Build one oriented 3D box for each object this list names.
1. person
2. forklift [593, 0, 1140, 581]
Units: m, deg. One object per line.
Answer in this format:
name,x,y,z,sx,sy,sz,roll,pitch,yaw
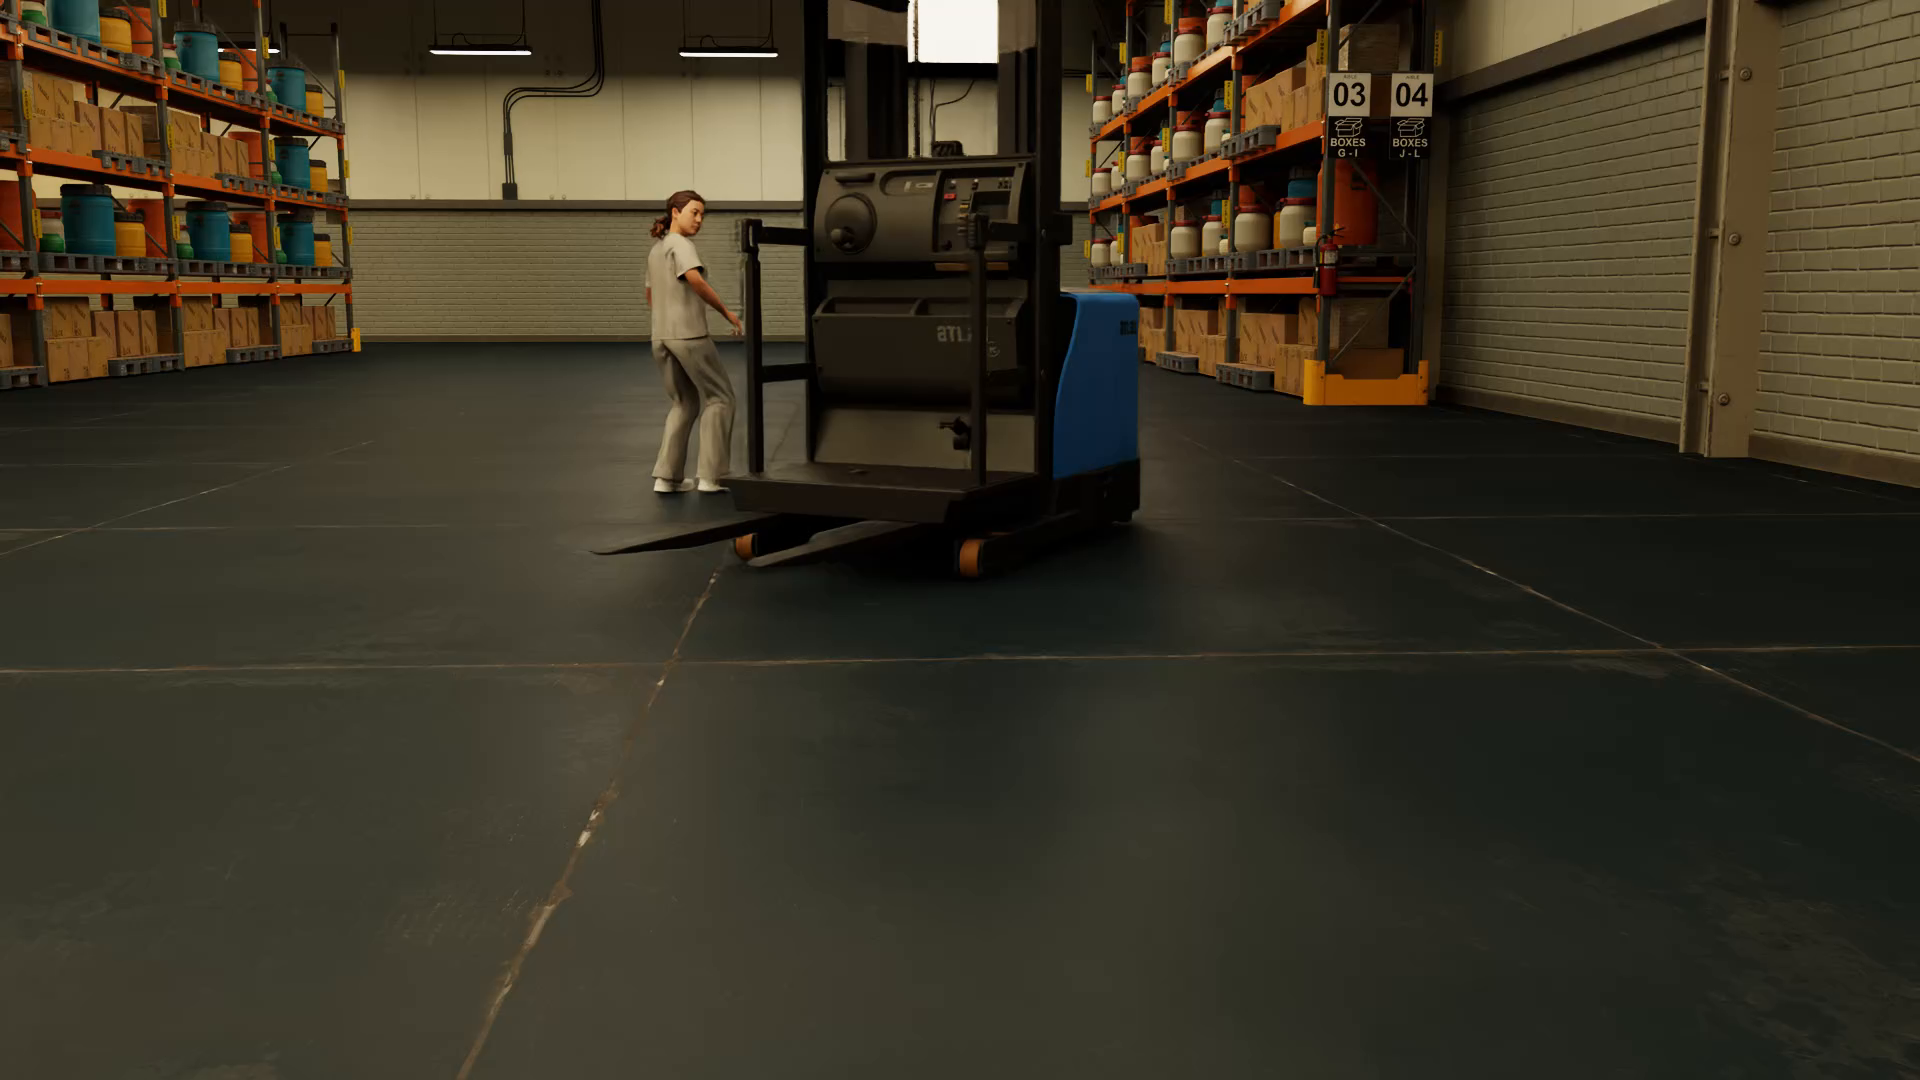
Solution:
person,-1.457,-1.065,9.005,0.472,1.628,0.644,-8,12,-43
forklift,-0.260,-1.368,6.545,1.130,2.935,3.031,4,9,26
